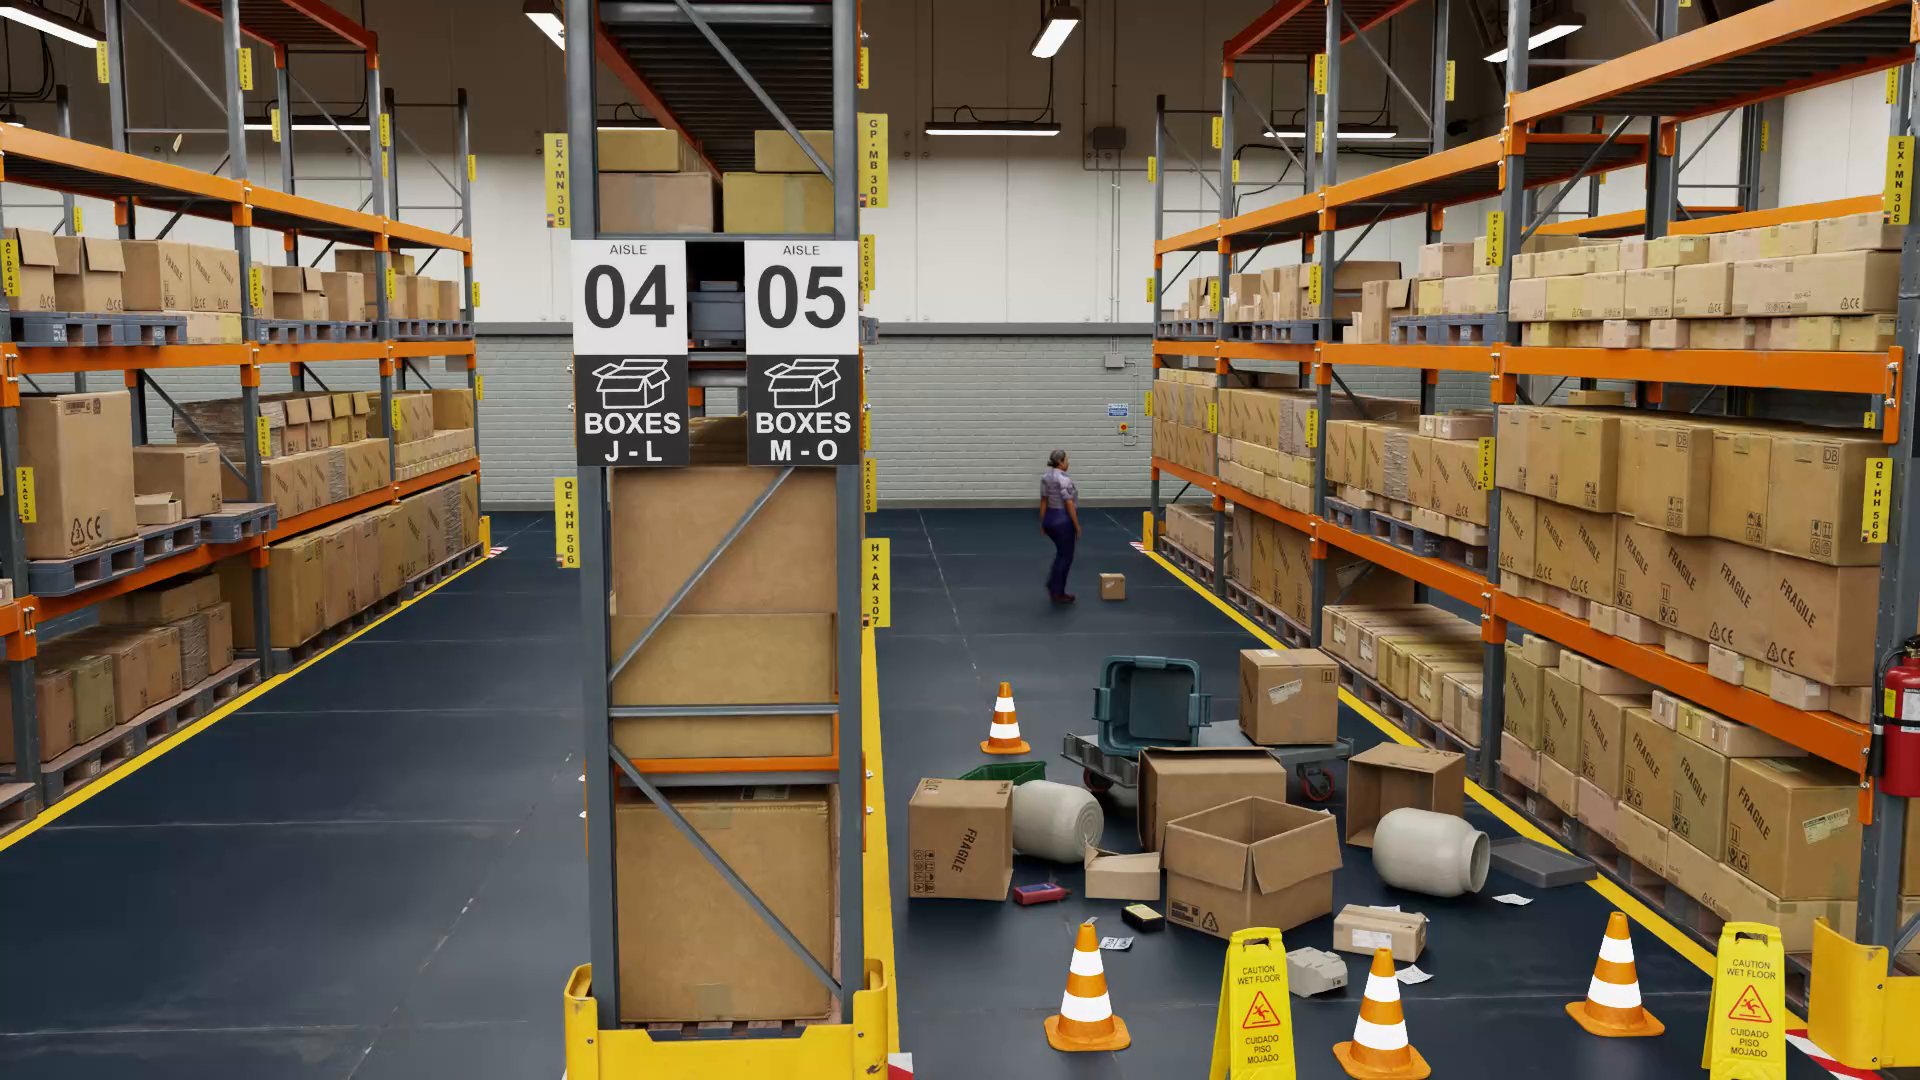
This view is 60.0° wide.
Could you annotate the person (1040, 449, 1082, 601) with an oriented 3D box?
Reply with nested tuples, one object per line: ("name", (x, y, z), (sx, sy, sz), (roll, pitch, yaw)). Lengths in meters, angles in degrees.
("person", (1.134, -0.149, 17.983), (0.452, 1.666, 0.528), (-4, 8, -27))
